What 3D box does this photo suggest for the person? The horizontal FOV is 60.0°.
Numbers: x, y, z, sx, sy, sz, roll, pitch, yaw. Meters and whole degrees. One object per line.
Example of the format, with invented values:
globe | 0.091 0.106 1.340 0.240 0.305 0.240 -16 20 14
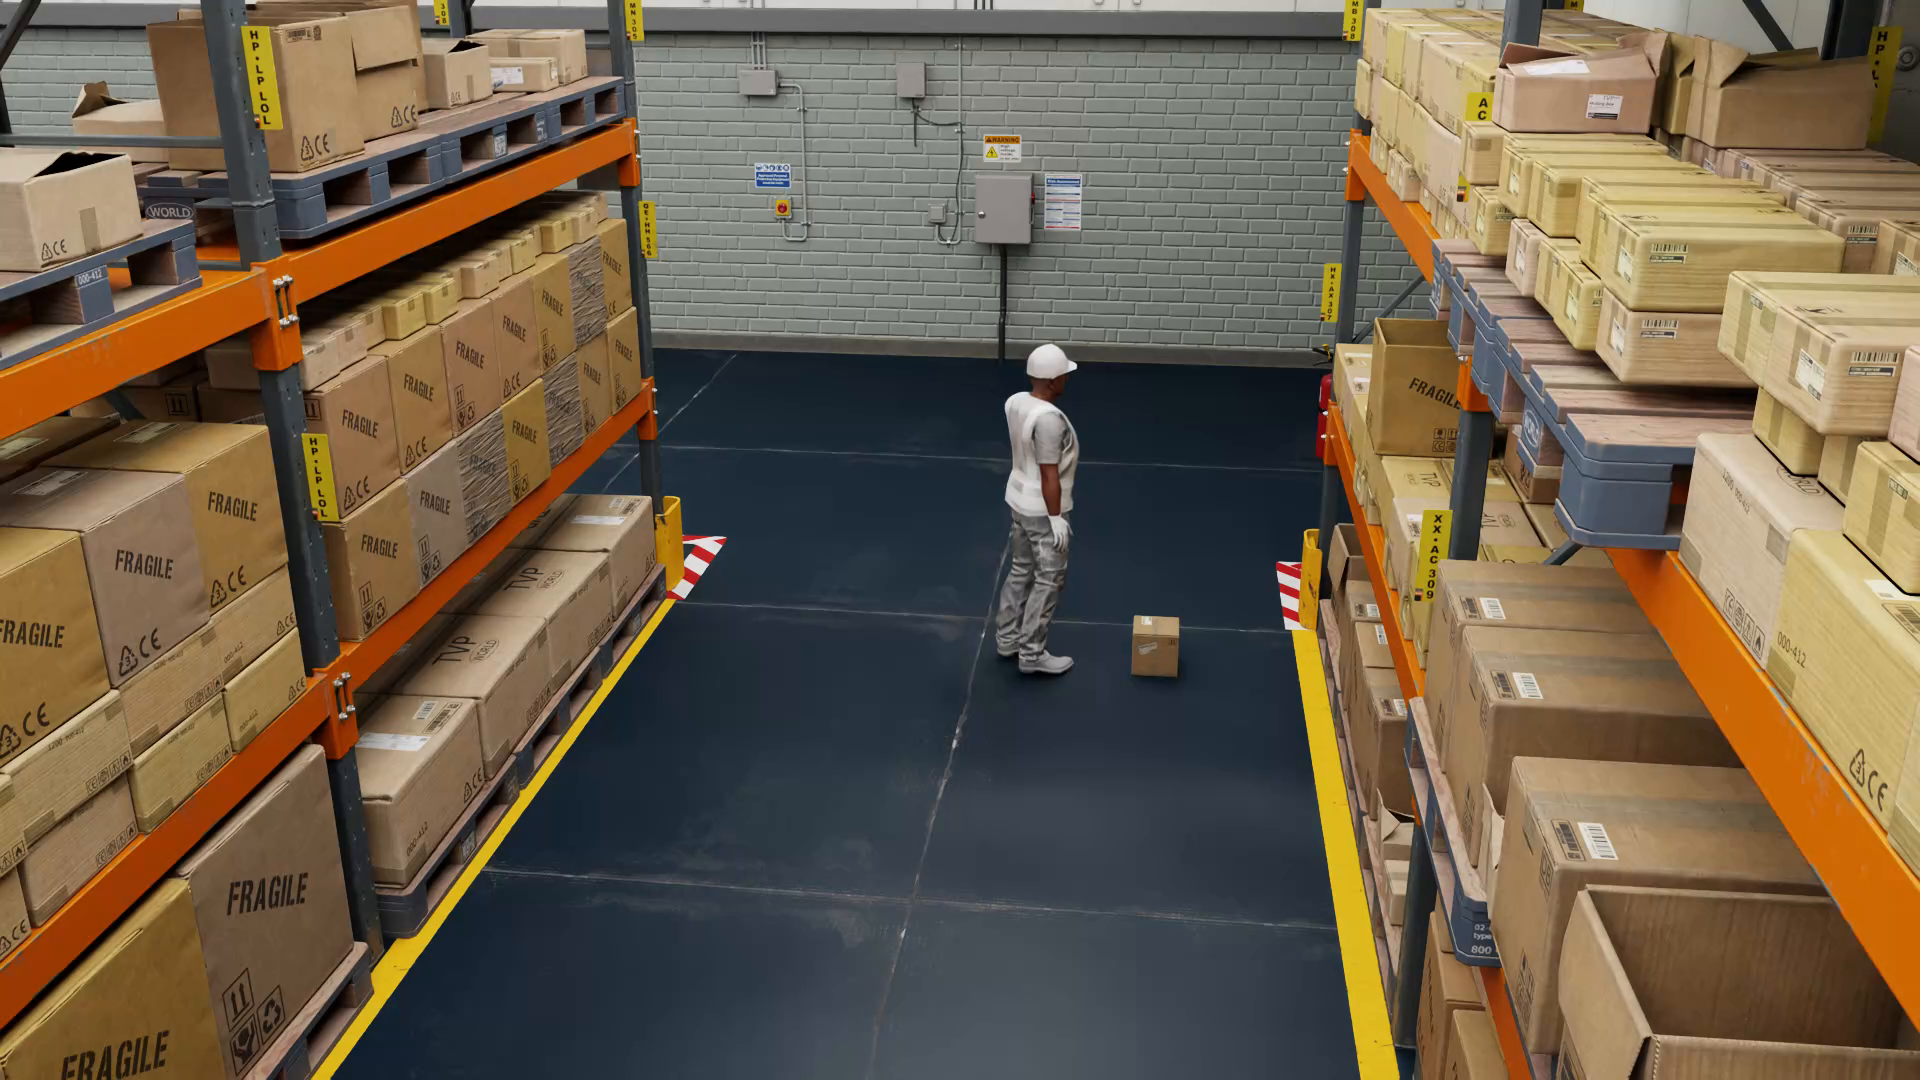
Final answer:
person | 0.428 -0.178 8.967 0.398 1.776 0.596 -6 22 -16
